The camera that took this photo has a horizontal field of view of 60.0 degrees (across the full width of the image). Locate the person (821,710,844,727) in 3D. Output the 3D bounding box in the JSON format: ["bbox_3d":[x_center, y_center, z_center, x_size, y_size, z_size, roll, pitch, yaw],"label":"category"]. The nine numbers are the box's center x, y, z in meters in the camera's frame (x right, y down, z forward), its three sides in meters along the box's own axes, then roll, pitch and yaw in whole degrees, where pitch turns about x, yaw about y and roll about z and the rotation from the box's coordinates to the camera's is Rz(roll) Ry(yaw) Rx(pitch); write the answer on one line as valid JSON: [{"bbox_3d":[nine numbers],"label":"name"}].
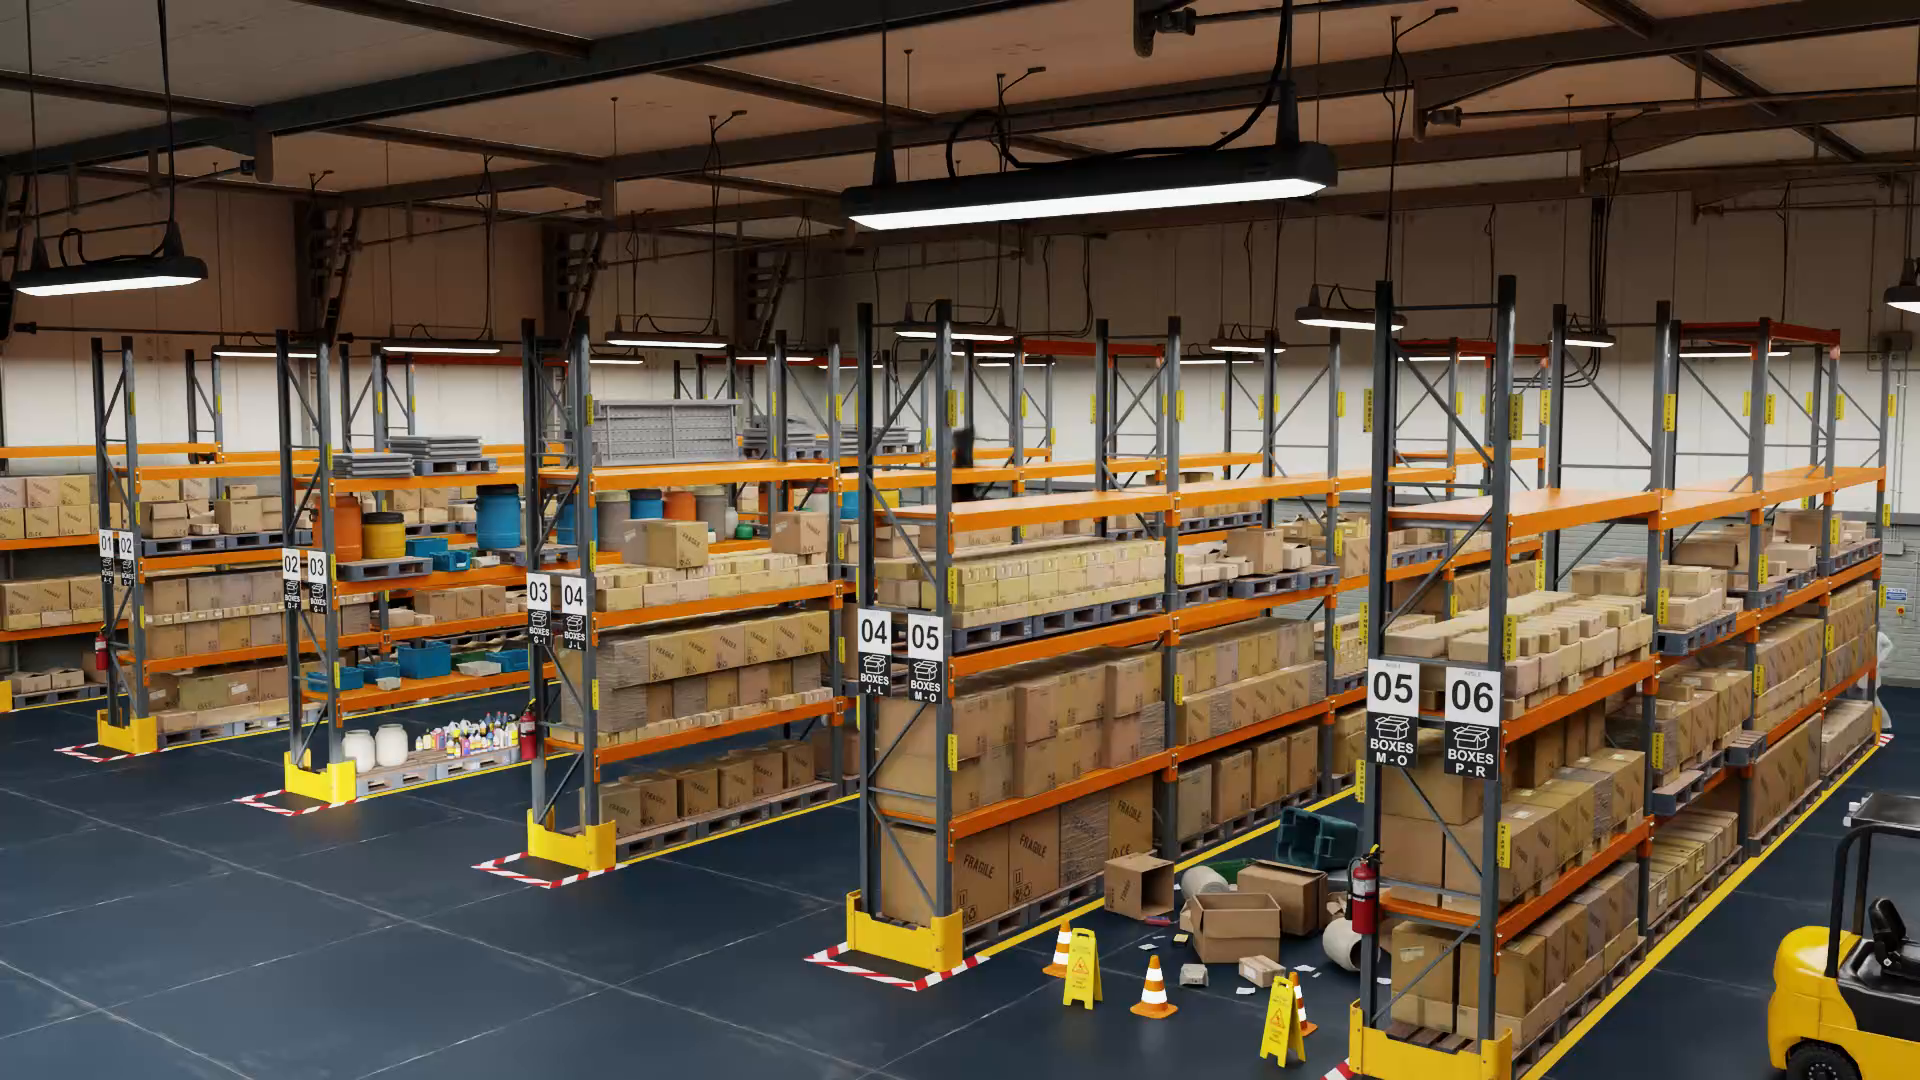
[{"bbox_3d":[-1.922,2.327,24.124,0.646,1.502,0.729,2,5,21],"label":"person"}]

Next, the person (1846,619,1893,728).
[{"bbox_3d":[14.024,2.048,25.708,0.760,1.791,0.680,3,6,34],"label":"person"}]
